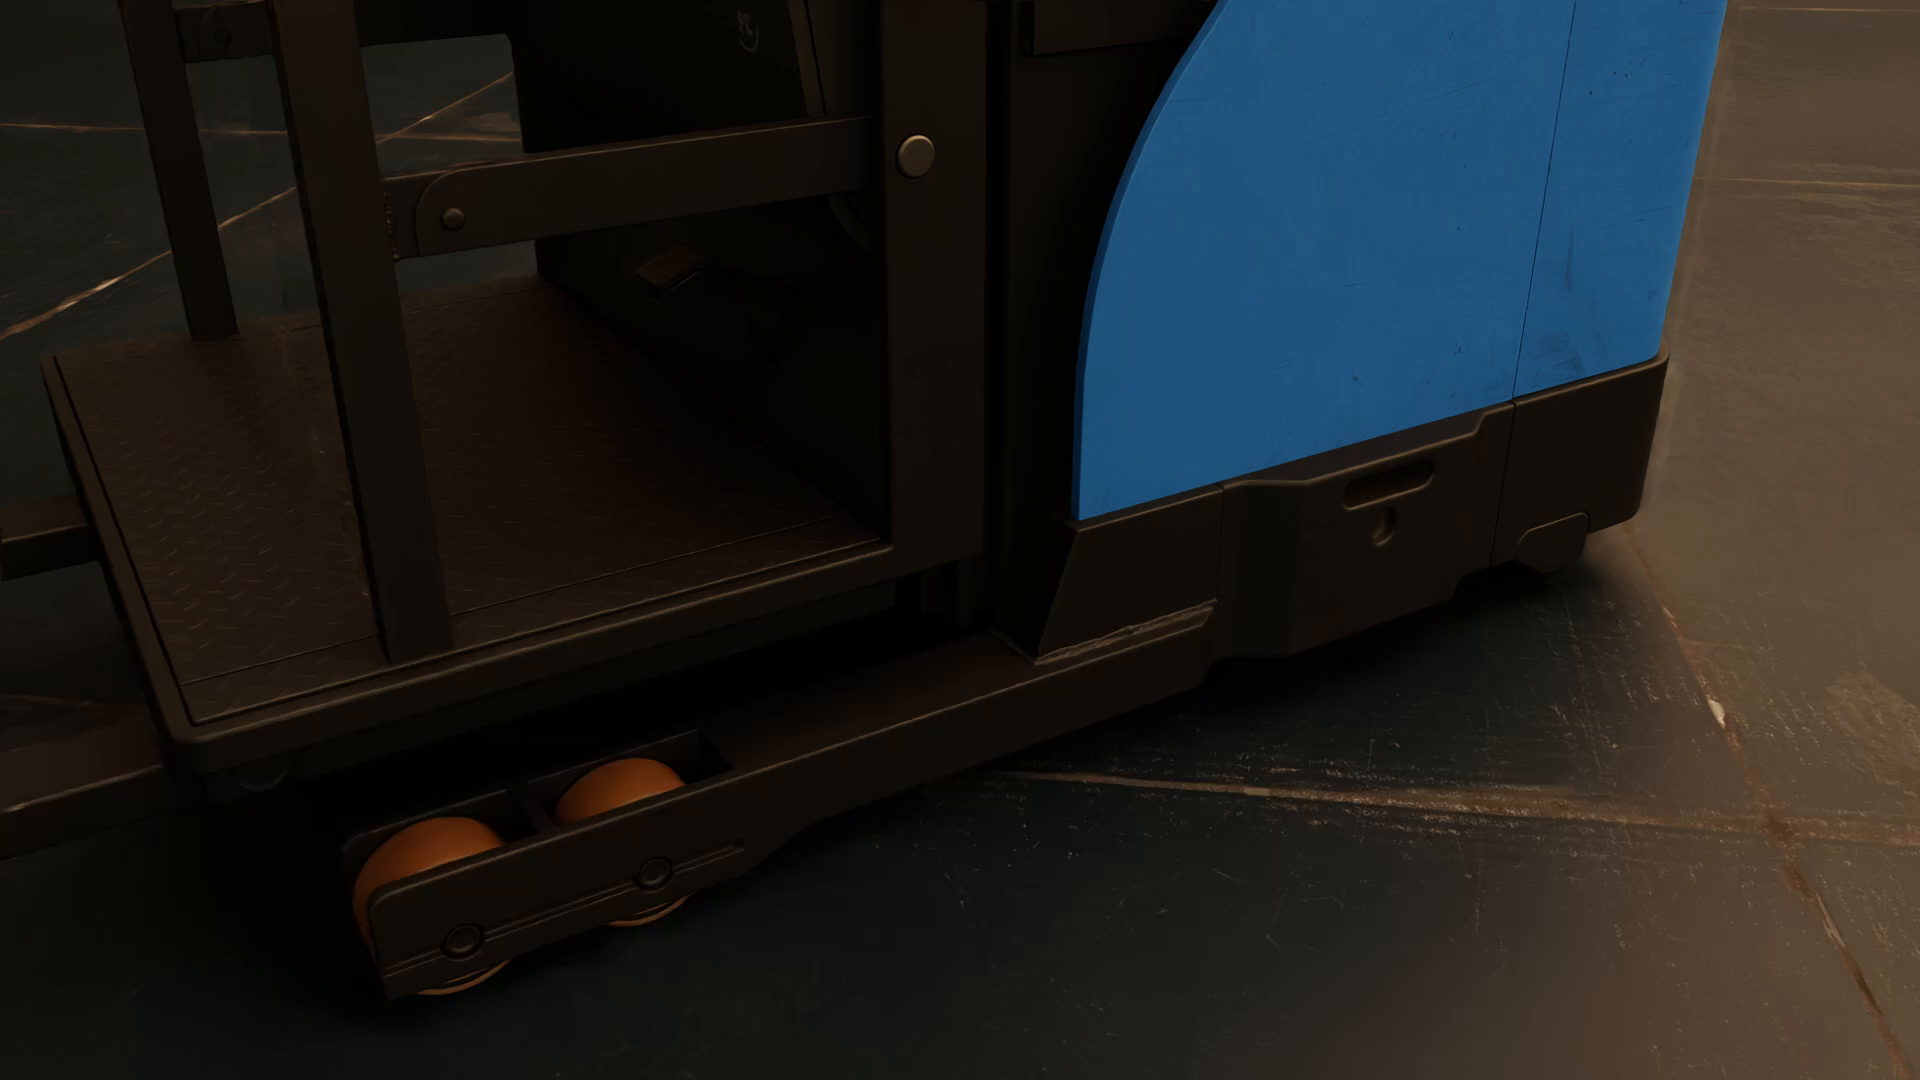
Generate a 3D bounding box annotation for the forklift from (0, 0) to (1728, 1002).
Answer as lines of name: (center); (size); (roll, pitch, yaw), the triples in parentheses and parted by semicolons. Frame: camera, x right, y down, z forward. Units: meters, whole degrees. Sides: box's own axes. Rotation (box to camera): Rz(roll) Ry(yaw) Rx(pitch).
forklift: (-0.523, -1.141, 1.503); (3.031, 2.935, 1.130); (-15, 30, -28)
